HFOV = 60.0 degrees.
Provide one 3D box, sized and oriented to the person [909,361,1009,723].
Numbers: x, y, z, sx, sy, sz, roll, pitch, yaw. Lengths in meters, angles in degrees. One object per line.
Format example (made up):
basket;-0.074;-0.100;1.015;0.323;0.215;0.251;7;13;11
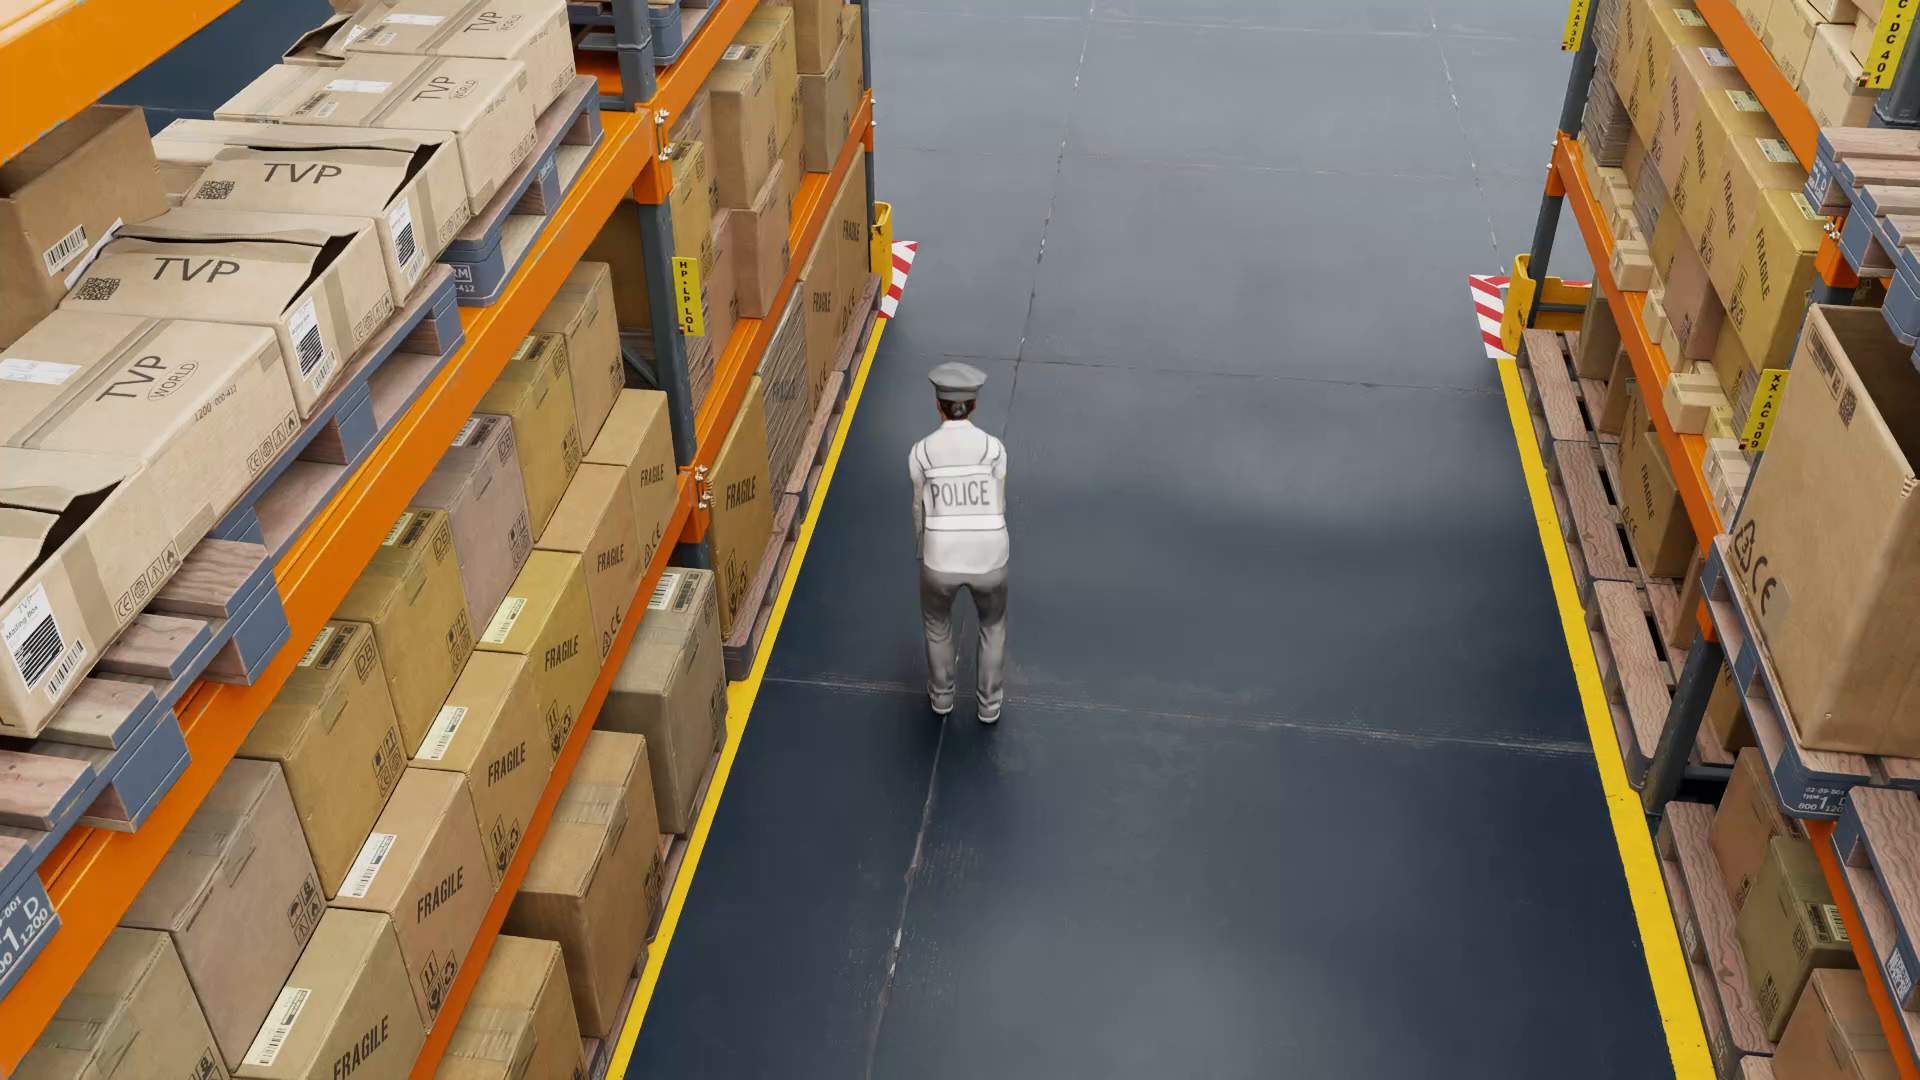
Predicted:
person;-0.004;0.046;7.065;0.414;1.566;0.633;0;36;-1
